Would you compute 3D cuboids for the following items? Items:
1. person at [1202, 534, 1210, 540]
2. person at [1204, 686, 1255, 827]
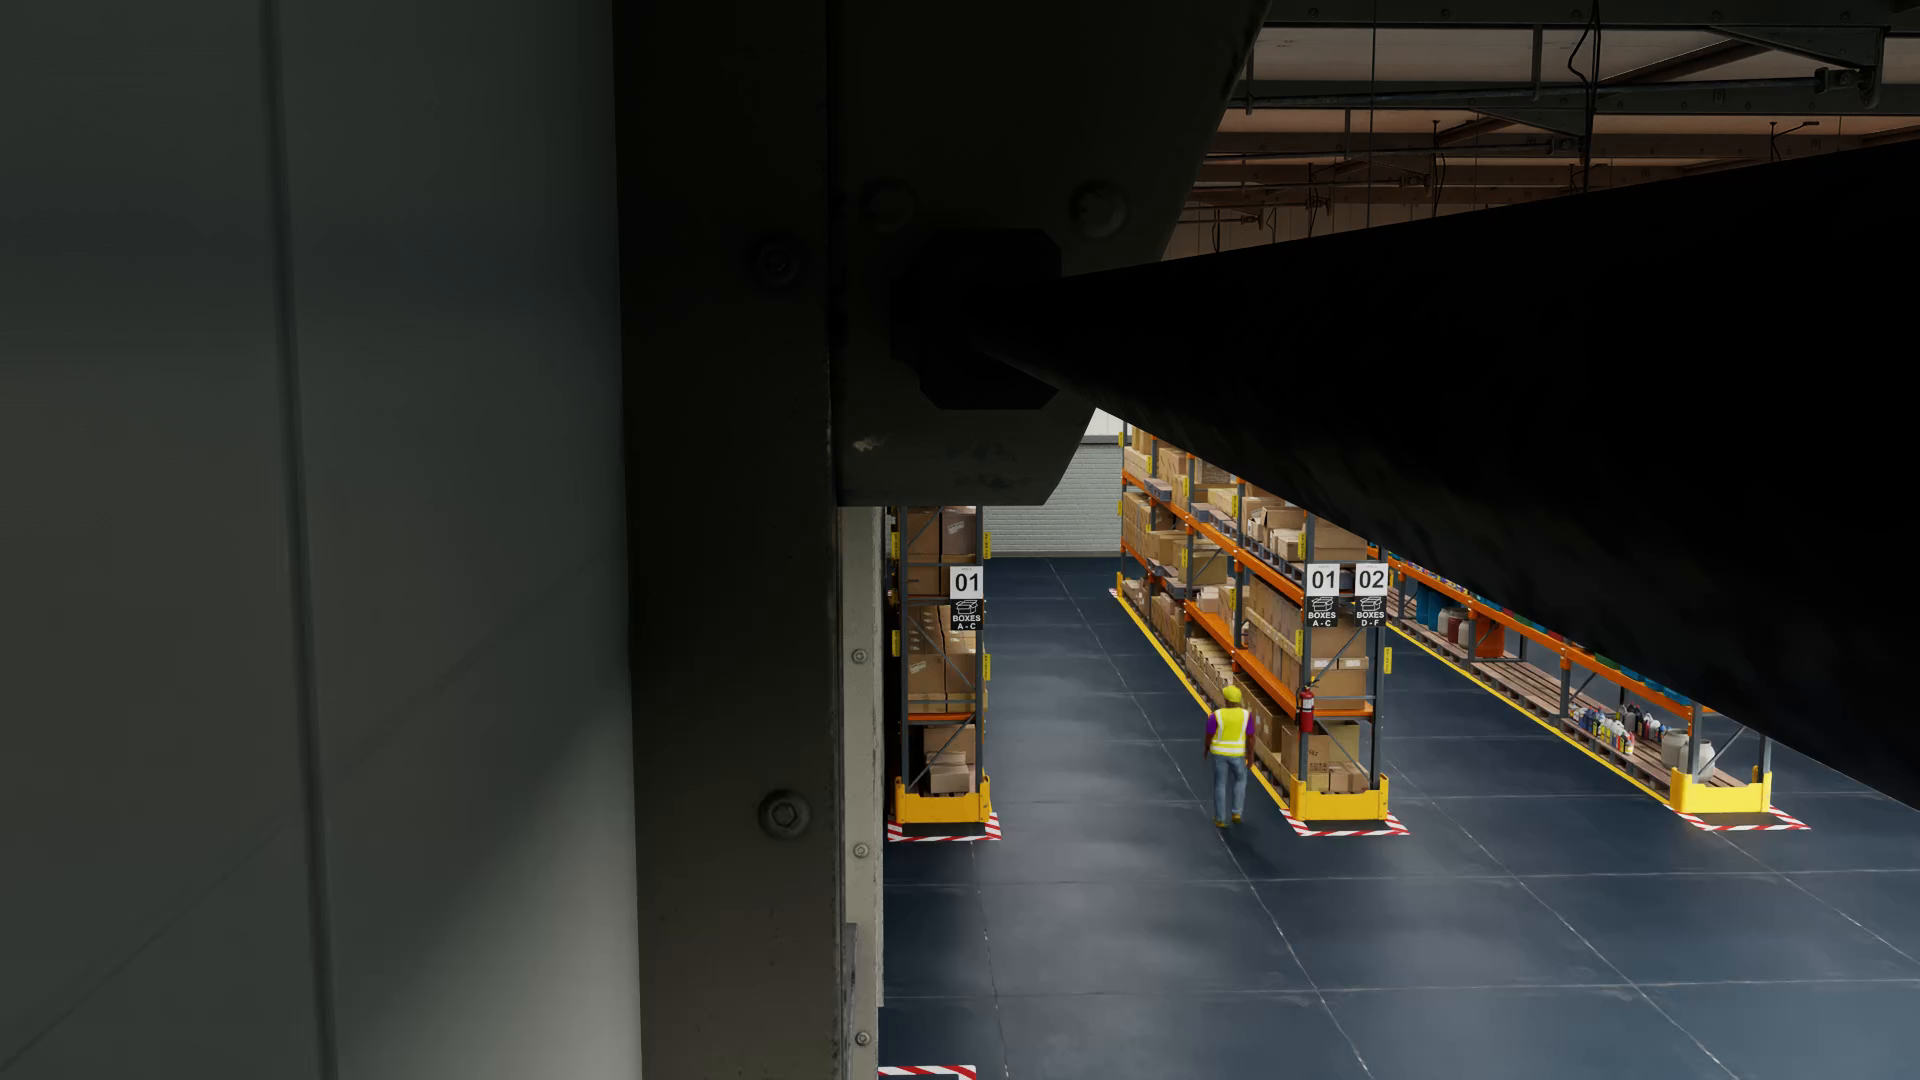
[{"bbox_3d":[5.708,0.229,37.635,0.527,1.674,0.638,-4,9,-24],"label":"person"},{"bbox_3d":[3.278,2.640,20.301,0.640,1.811,0.509,3,9,22],"label":"person"}]
